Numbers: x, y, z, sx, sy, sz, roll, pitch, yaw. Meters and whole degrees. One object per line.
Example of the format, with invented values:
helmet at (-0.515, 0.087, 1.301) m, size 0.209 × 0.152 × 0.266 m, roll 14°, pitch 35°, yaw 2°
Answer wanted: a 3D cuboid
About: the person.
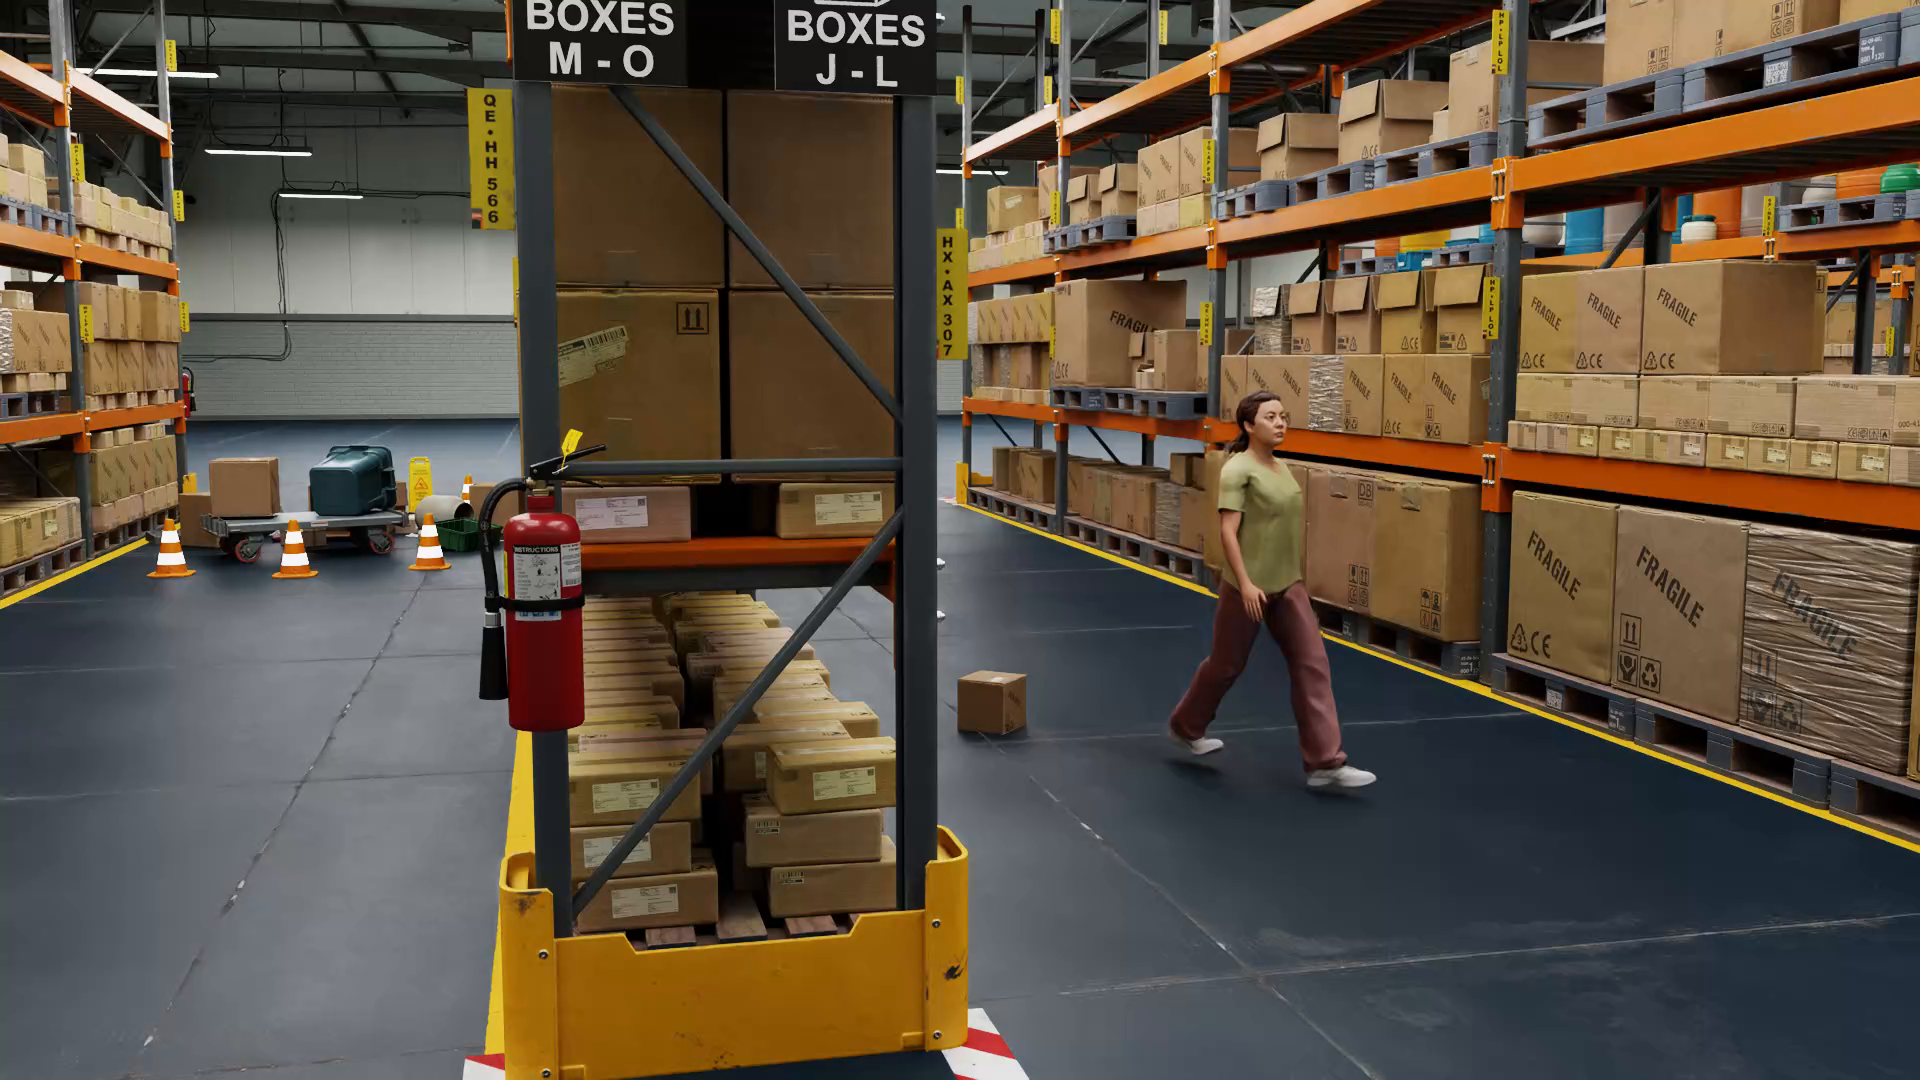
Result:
person at (1.256, 0.189, 6.914) m, size 0.473 × 1.620 × 1.035 m, roll -5°, pitch 8°, yaw -37°
